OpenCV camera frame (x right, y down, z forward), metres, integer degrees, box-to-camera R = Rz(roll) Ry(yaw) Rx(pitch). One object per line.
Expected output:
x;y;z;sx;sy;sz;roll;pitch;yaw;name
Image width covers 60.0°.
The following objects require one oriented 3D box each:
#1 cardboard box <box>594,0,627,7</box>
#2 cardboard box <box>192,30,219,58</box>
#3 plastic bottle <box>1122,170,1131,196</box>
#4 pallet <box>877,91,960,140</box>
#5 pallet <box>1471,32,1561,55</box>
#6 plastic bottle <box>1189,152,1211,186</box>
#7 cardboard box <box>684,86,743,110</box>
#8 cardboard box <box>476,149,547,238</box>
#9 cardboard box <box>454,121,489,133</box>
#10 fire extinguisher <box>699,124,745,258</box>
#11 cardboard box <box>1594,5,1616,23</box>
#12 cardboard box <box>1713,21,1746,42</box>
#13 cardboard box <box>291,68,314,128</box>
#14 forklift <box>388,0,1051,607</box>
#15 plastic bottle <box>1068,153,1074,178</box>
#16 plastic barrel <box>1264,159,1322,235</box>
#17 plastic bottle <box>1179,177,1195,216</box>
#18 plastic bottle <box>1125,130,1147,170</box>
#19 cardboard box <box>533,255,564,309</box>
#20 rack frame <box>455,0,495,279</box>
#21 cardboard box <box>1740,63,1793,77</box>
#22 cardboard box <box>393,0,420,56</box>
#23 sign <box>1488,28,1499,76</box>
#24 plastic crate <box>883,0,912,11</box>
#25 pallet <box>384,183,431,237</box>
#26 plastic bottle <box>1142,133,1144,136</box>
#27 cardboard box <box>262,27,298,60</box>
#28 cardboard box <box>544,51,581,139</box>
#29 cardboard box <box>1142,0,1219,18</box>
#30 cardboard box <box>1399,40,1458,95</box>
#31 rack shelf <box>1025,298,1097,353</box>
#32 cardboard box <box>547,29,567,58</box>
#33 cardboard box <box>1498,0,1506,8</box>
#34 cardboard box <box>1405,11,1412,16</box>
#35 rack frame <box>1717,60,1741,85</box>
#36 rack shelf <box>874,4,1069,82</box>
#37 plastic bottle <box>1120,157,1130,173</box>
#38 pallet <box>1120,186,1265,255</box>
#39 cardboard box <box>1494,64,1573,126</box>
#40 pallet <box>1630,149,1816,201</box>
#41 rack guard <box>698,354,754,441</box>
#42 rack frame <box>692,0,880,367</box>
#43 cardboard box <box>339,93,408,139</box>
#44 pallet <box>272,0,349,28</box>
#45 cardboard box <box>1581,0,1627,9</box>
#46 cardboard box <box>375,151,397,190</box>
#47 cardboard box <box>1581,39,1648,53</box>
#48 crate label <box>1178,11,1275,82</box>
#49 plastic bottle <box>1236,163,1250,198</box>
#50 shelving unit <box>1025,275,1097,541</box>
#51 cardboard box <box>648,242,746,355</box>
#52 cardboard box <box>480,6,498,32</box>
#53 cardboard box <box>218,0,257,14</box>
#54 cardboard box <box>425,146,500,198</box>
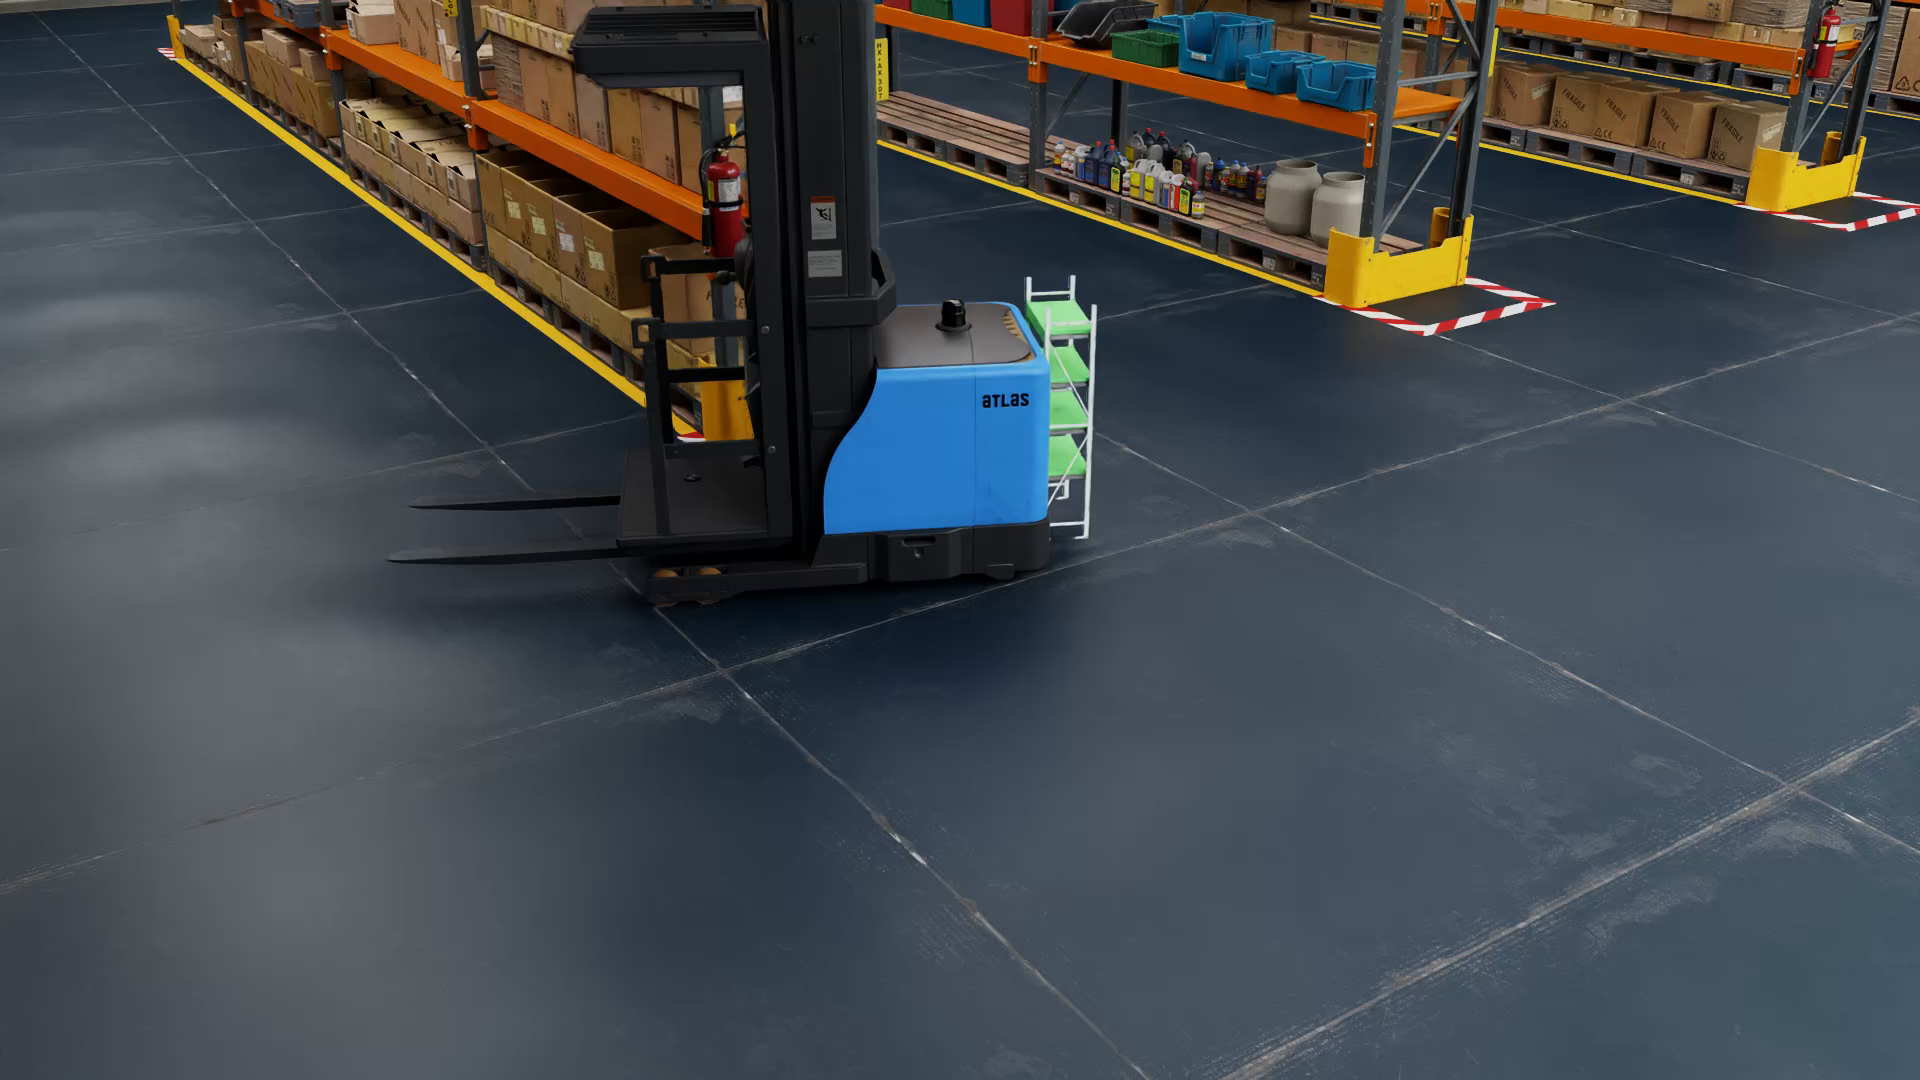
-1.745;-3.194;9.864;0.700;0.500;0.500;-15;29;-29;cardboard box
-9.034;-6.066;20.291;0.500;0.250;0.500;-16;29;-30;cardboard box
1.395;-2.963;13.776;0.097;0.201;0.097;0;25;0;plastic bottle
-0.729;-4.473;17.478;1.003;0.211;1.213;-16;29;-30;pallet
7.609;-6.734;22.267;1.003;0.211;1.213;-16;29;-30;pallet
2.024;-3.150;14.085;0.152;0.276;0.135;-15;29;-29;plastic bottle
-1.273;-2.437;9.021;0.380;0.149;0.250;-16;30;-30;cardboard box
-3.097;-2.483;11.847;0.500;0.500;0.500;-16;29;-30;cardboard box
-3.945;-3.392;13.994;0.500;0.311;0.500;-15;29;-28;cardboard box
-1.229;-1.820;8.683;0.296;0.674;0.183;-16;29;-30;fire extinguisher
6.084;-4.871;15.349;0.380;0.149;0.250;-16;29;-30;cardboard box
6.754;-4.420;14.394;0.380;0.149;0.250;-16;29;-30;cardboard box
-6.261;-4.401;16.471;0.500;0.500;0.500;-17;30;-31;cardboard box
-1.137;-1.259;7.484;3.031;2.935;1.130;-3;25;-7;forklift
0.982;-3.234;14.350;0.097;0.201;0.097;0;25;0;plastic bottle
2.551;-2.621;12.710;0.421;0.512;0.421;0;25;0;plastic barrel
1.799;-2.722;13.168;0.061;0.283;0.133;-15;29;-28;plastic bottle
1.536;-3.394;14.513;0.144;0.351;0.185;-16;29;-30;plastic bottle
-2.552;-1.786;11.249;0.500;0.250;0.500;-16;29;-30;cardboard box
-3.088;-3.437;12.016;1.000;3.000;0.127;-16;29;-30;rack frame
9.710;-5.851;19.128;0.875;0.875;0.875;-15;29;-29;cardboard box
-4.342;-4.316;13.762;0.500;0.500;0.500;-17;30;-32;cardboard box
3.711;-3.411;11.637;0.100;0.325;0.005;-16;29;-30;sign
-0.494;-5.400;16.100;0.402;0.464;0.583;-16;29;-30;plastic crate
-4.193;-2.867;14.075;1.003;0.211;1.213;-16;29;-30;pallet
1.603;-3.465;14.743;0.061;0.283;0.133;-14;29;-27;plastic bottle
-6.849;-5.118;17.112;0.500;0.250;0.500;-15;29;-29;cardboard box
-2.277;-2.957;10.883;0.700;0.500;0.500;-15;29;-29;cardboard box
2.671;-6.655;20.831;1.225;0.875;0.875;-17;30;-32;cardboard box
4.897;-5.037;17.819;0.700;0.500;0.500;-18;31;-33;cardboard box
0.482;-1.027;8.045;0.258;0.148;0.480;-4;26;-7;rack shelf
-2.397;-3.174;10.582;0.380;0.149;0.250;-17;30;-31;cardboard box
5.365;-5.308;16.274;0.380;0.149;0.250;-16;29;-30;cardboard box
6.383;-7.715;23.515;0.500;0.500;0.500;-14;29;-28;cardboard box
9.425;-6.864;19.275;1.000;3.000;0.127;-16;29;-30;rack frame
-0.028;-4.980;16.127;1.077;0.370;4.000;-16;29;-30;rack shelf
1.372;-3.058;13.894;0.097;0.271;0.097;0;25;0;plastic bottle
2.066;-2.642;13.599;1.003;0.211;1.213;-16;29;-30;pallet
5.718;-4.448;16.594;0.500;0.500;0.500;-6;26;-13;cardboard box
6.942;-3.378;15.159;1.003;0.211;1.213;-16;29;-30;pallet
-0.891;-0.867;9.501;1.175;0.500;0.348;-16;29;-30;rack guard
-0.904;-2.006;8.985;1.000;3.000;0.127;-16;29;-30;rack frame
-5.232;-3.812;14.882;0.500;0.311;0.500;-14;29;-28;cardboard box
-5.700;-5.007;15.566;1.213;0.211;1.003;-16;29;-30;pallet
6.247;-5.217;15.323;0.875;0.500;0.500;-16;29;-30;cardboard box
-4.668;-3.194;14.231;0.500;0.250;0.500;-16;30;-31;cardboard box
8.487;-6.583;20.825;1.050;0.750;0.750;-16;29;-30;cardboard box
2.016;-3.770;12.681;0.502;0.435;0.616;-16;29;-30;crate label
2.332;-2.968;13.703;0.097;0.271;0.097;0;25;0;plastic bottle
0.482;-0.650;8.222;0.258;1.200;0.503;-4;26;-7;shelving unit
-1.446;-1.414;9.582;0.500;0.500;0.500;-16;29;-30;cardboard box
-3.104;-3.634;11.557;0.380;0.149;0.250;-16;29;-30;cardboard box
-9.136;-6.660;21.257;0.500;0.500;0.500;-16;29;-30;cardboard box
-3.839;-2.899;12.950;0.500;0.311;0.500;-15;29;-28;cardboard box
